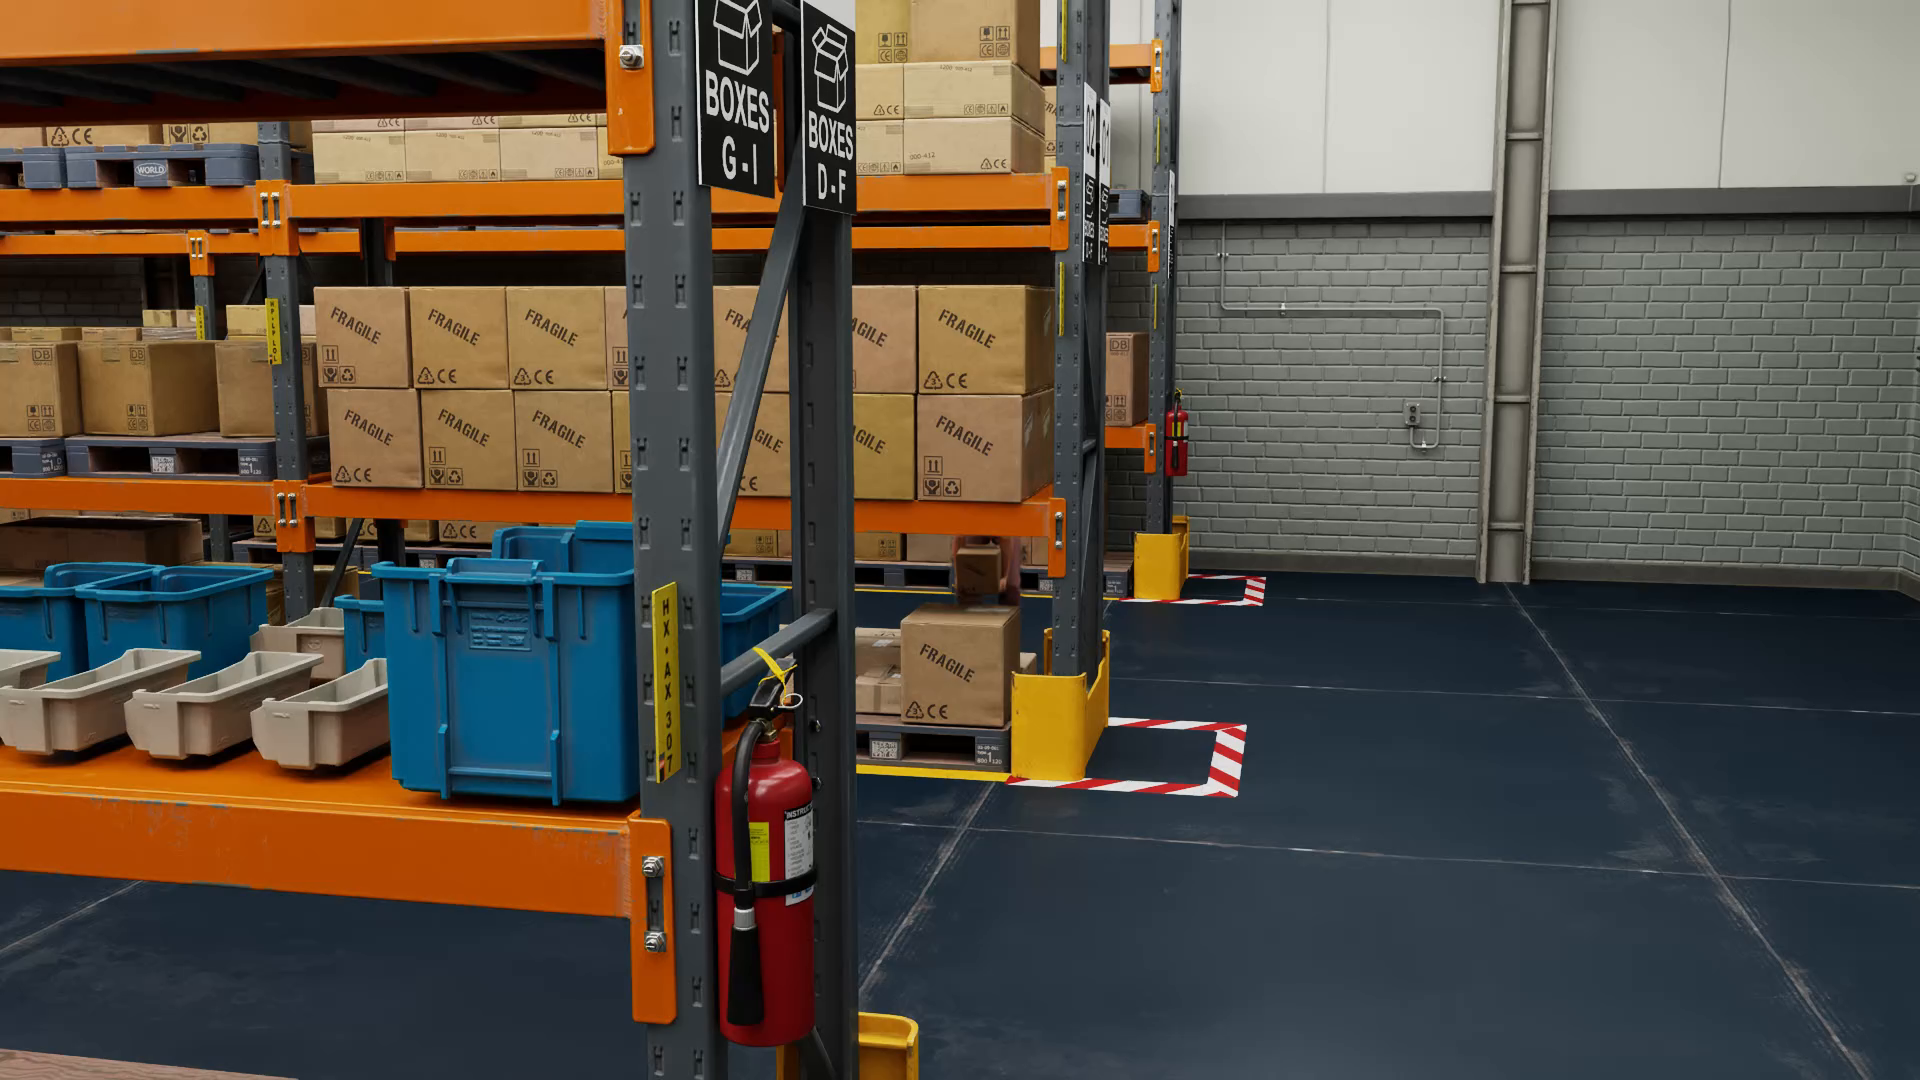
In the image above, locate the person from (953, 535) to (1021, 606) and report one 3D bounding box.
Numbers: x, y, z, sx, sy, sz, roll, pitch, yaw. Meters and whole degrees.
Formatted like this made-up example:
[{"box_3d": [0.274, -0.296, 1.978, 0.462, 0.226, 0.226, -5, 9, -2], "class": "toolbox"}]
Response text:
[{"box_3d": [0.155, 0.138, 10.169, 0.403, 1.311, 0.813, 1, 8, 10], "class": "person"}]
